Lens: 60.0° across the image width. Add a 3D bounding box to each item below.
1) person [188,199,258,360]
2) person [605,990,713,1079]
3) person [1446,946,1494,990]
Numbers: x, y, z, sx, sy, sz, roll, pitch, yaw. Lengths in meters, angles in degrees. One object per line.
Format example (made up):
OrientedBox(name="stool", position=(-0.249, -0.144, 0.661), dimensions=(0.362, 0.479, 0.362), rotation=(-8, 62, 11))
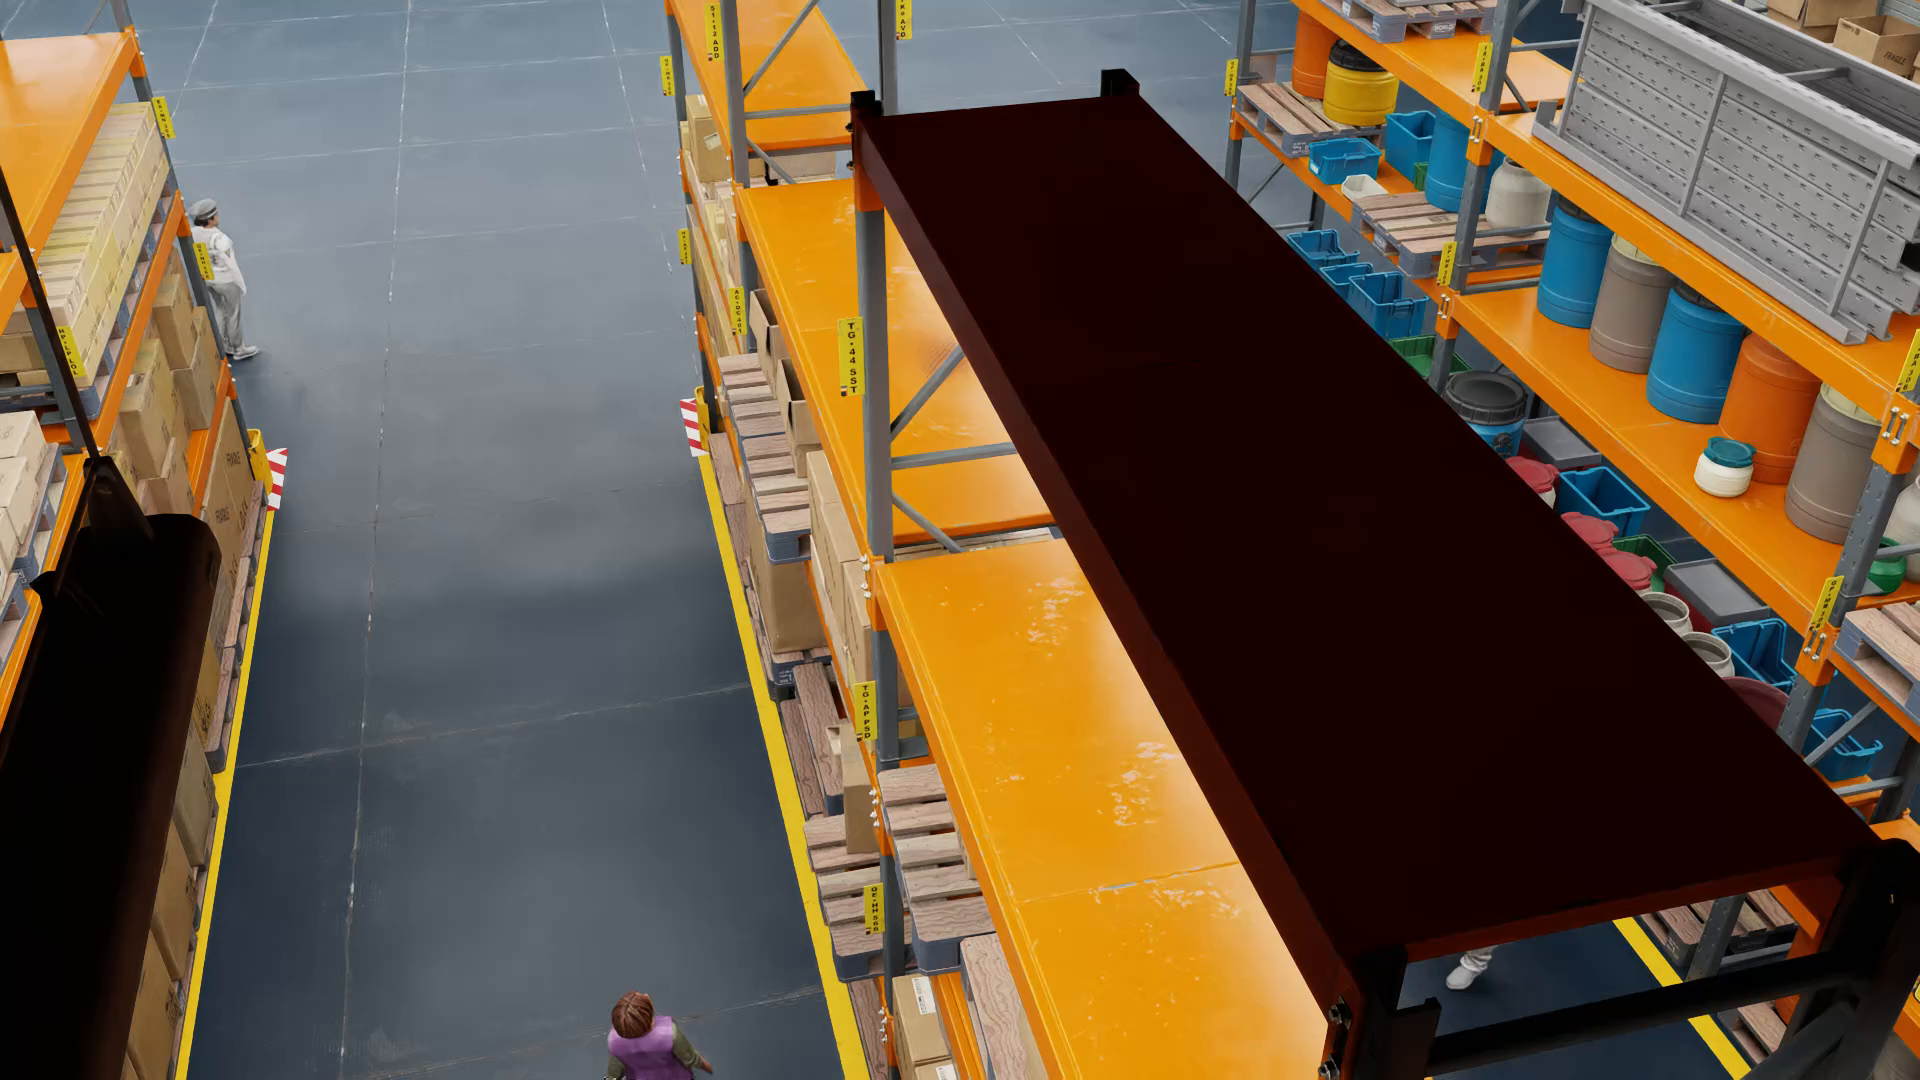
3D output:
OrientedBox(name="person", position=(-7.232, -2.527, 16.319), dimensions=(0.527, 1.713, 0.357), rotation=(16, 37, 21))
OrientedBox(name="person", position=(-1.501, 2.787, 8.391), dimensions=(0.541, 1.535, 0.815), rotation=(-10, 36, -14))
OrientedBox(name="person", position=(2.995, 1.824, 9.827), dimensions=(0.532, 1.766, 0.662), rotation=(-14, 37, -19))
